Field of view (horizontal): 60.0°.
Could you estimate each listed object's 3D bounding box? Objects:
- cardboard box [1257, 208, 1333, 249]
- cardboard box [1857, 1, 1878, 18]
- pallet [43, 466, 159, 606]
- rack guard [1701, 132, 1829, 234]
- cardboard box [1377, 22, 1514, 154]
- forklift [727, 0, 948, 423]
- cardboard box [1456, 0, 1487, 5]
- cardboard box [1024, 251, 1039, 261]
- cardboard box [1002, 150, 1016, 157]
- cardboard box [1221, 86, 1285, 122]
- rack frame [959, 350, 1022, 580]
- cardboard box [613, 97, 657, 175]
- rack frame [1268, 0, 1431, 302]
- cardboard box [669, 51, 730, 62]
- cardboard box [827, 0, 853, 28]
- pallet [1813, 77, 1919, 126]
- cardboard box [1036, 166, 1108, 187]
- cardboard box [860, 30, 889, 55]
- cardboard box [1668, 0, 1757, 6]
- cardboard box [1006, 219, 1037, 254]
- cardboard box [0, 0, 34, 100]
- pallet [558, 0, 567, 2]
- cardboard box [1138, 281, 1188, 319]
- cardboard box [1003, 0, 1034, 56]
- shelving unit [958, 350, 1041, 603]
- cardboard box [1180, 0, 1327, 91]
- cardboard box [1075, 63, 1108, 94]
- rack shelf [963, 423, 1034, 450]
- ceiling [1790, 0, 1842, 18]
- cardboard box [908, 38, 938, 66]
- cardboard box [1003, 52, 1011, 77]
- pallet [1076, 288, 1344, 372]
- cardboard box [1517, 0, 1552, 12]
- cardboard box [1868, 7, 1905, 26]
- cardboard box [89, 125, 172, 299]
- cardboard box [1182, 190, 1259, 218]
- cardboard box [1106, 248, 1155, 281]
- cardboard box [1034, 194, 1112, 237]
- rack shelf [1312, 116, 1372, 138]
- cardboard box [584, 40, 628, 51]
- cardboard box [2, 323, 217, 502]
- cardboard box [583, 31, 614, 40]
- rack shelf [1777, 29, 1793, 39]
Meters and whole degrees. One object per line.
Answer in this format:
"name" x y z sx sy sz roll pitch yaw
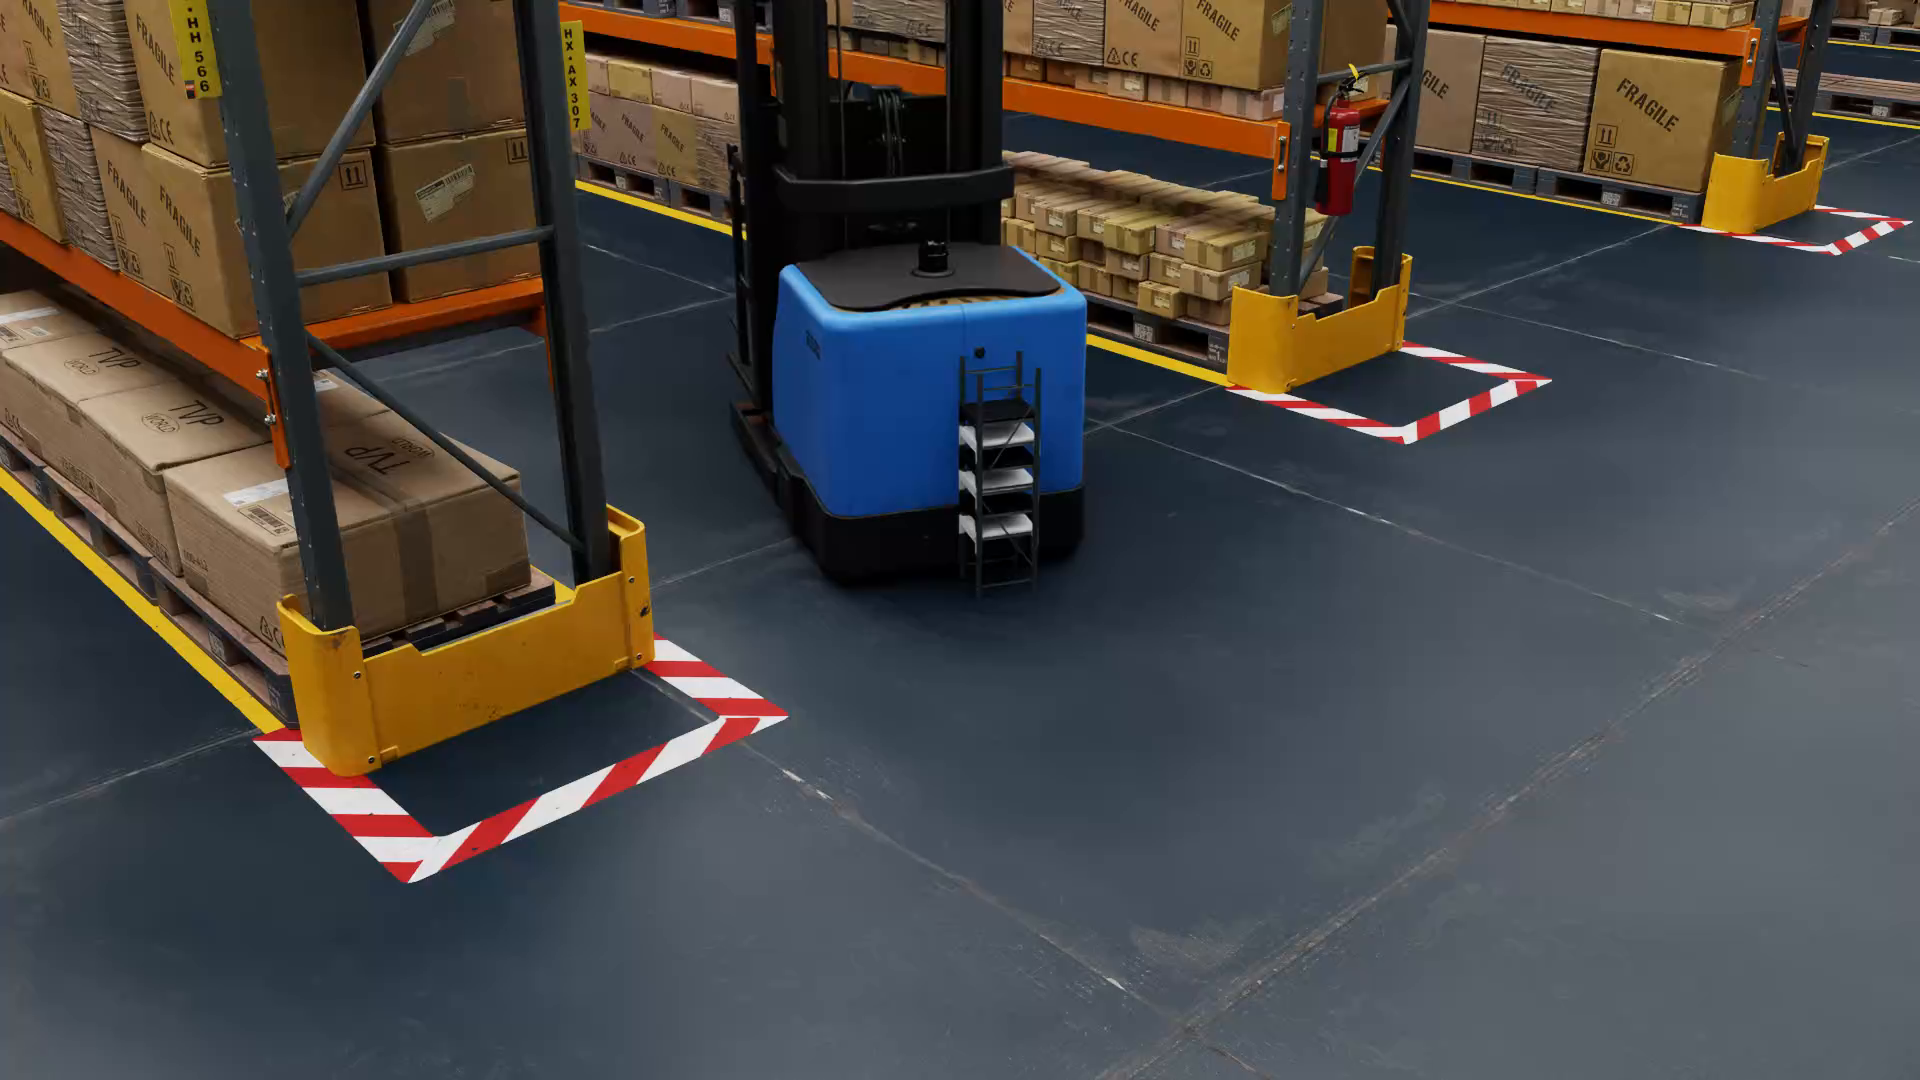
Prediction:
"cardboard box" 1.830 -1.699 9.071 0.250 0.149 0.380 22 32 39
"cardboard box" 11.026 -6.391 20.049 0.380 0.149 0.250 -21 32 -38
"pallet" -3.038 -0.165 6.857 1.003 0.211 1.213 -21 32 -38
"rack guard" 5.646 -2.511 11.651 1.175 0.500 0.348 -21 32 -38
"cardboard box" 3.903 -3.596 13.073 0.875 0.875 0.875 -21 32 -38
"forklift" -3.636 -2.661 6.309 7.407 5.209 9.711 -8 26 -16
"cardboard box" 3.921 -4.097 12.419 0.380 0.149 0.250 -22 33 -40
"cardboard box" 0.490 -1.646 9.673 0.380 0.149 0.250 -20 32 -37
"cardboard box" 0.138 -2.381 10.567 0.380 0.149 0.250 -20 31 -37
"cardboard box" 1.511 -2.183 8.224 0.380 0.149 0.250 -21 32 -38
"rack frame" 0.113 -0.272 6.261 0.240 0.900 0.006 -8 26 -16
"cardboard box" -2.182 -3.009 12.238 0.500 0.500 0.500 -22 33 -40
"rack frame" 1.940 -2.279 8.131 1.000 3.000 0.127 -21 32 -38
"cardboard box" -1.818 -3.501 12.412 0.500 0.250 0.500 -20 31 -37
"cardboard box" -0.640 -3.450 10.219 0.500 0.500 0.500 -22 32 -39
"pallet" 0.626 -1.559 9.913 21.016 0.211 3.492 -21 32 -38
"cardboard box" 0.674 -2.141 10.040 0.380 0.149 0.250 -21 32 -38
"cardboard box" -0.388 -3.075 10.178 0.250 0.149 0.380 22 33 39
"cardboard box" 5.104 -3.794 11.274 0.500 0.250 0.500 -22 32 -39
"cardboard box" 0.489 -1.780 9.609 0.380 0.149 0.250 -19 31 -36
"cardboard box" -3.164 -1.876 5.924 0.500 0.500 0.500 -22 32 -39
"pallet" -2.963 -4.430 13.077 1.213 0.211 1.003 -21 32 -38
"cardboard box" 1.178 -1.322 8.963 0.380 0.149 0.250 -20 31 -37
"cardboard box" 0.410 -2.985 9.201 0.500 0.500 0.500 -19 31 -36
"shelving unit" -0.303 -4.822 12.443 4.052 4.048 14.976 -8 26 -16
"cardboard box" 1.445 -2.523 8.187 0.500 0.500 0.500 -20 32 -37
"cardboard box" 0.836 -2.500 8.918 0.250 0.149 0.380 22 33 39
"rack shelf" -0.296 -5.100 12.324 4.033 3.443 14.966 -8 26 -16
"ceiling" 10.258 -6.465 20.016 0.500 0.311 0.500 -21 32 -38
"cardboard box" -0.082 -2.896 9.786 0.380 0.149 0.250 -21 32 -38
"cardboard box" 0.313 -2.744 9.454 0.380 0.149 0.250 -20 31 -37
"pallet" 1.358 -1.289 9.322 1.003 0.211 1.213 -21 32 -38
"cardboard box" 4.269 -3.943 12.081 0.380 0.149 0.250 -21 32 -38
"cardboard box" 10.857 -6.140 19.478 0.380 0.166 0.250 -21 32 -38
"cardboard box" -2.459 -1.117 5.463 0.500 0.500 0.500 -22 33 -39
"cardboard box" 1.475 -1.861 9.427 0.380 0.149 0.250 -21 32 -39
"cardboard box" 1.014 -1.544 9.091 0.250 0.149 0.380 22 33 40
"cardboard box" 0.638 -1.829 9.357 0.380 0.149 0.250 -20 31 -37
"rack shelf" 0.573 -2.622 9.579 0.831 0.071 3.687 -21 32 -38
"cardboard box" -2.887 -3.666 12.775 0.500 0.250 0.500 -22 32 -39
"cardboard box" -3.375 -0.589 7.009 0.875 0.438 0.875 -22 33 -40
"cardboard box" -2.869 -3.965 13.429 0.500 0.250 0.500 -22 33 -40
"rack shelf" 4.262 -3.999 12.596 0.831 0.071 3.687 -21 32 -38
